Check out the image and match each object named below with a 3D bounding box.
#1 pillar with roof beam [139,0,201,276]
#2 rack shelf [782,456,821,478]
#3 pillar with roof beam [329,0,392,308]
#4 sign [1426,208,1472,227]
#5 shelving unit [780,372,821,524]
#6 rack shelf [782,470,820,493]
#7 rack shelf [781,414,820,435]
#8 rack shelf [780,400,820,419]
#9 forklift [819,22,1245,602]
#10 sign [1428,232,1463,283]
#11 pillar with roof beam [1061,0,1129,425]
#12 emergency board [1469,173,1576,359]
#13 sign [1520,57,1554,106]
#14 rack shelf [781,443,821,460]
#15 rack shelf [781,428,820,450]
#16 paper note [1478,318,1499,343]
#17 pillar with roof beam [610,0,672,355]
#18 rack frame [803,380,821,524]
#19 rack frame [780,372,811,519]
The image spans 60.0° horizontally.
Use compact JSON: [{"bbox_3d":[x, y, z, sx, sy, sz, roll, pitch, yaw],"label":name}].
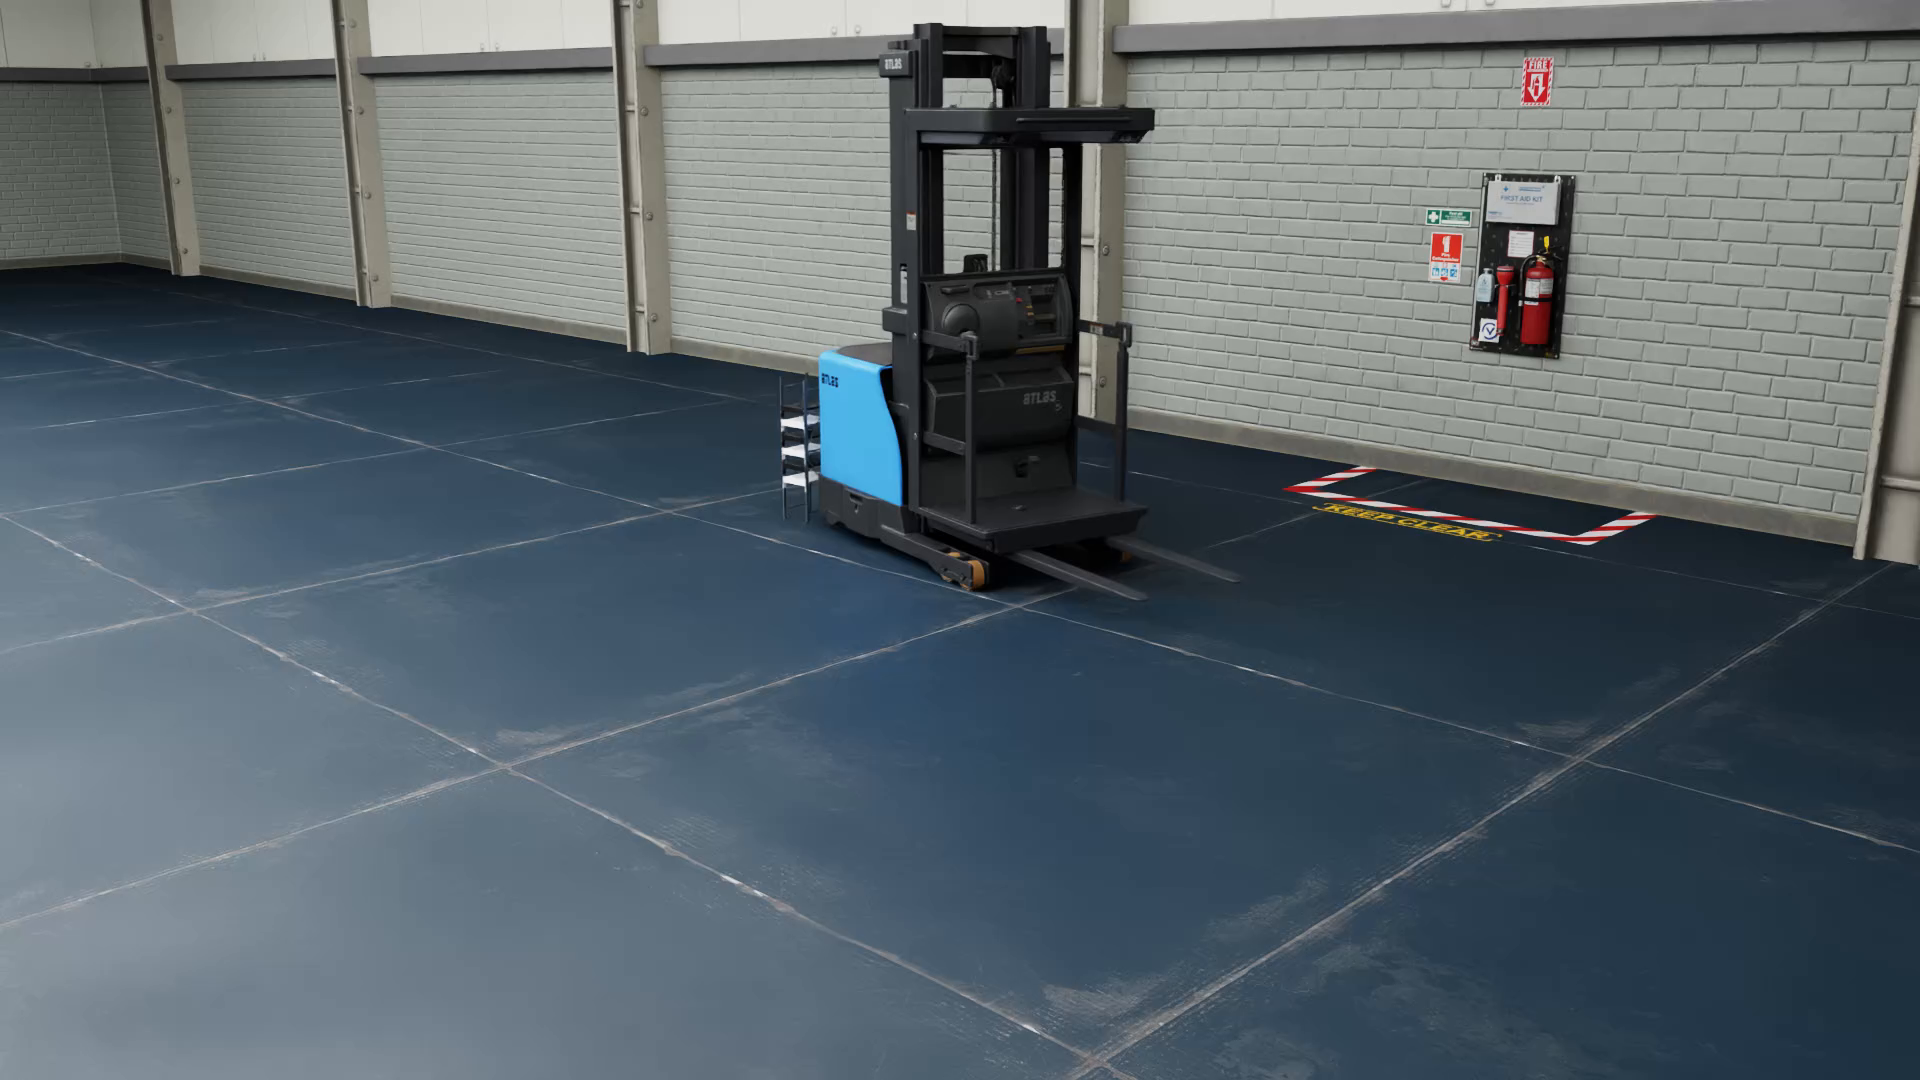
[{"bbox_3d":[-14.900,-7.663,21.493,0.400,9.000,9.100,14,20,42],"label":"pillar with roof beam"},{"bbox_3d":[-0.950,-0.456,10.386,0.200,0.077,0.258,12,19,38],"label":"rack shelf"},{"bbox_3d":[-10.580,-6.612,17.463,0.400,9.000,9.100,14,20,42],"label":"pillar with roof beam"},{"bbox_3d":[3.284,-2.167,11.177,0.331,0.109,0.001,14,20,42],"label":"sign"},{"bbox_3d":[-0.950,-0.575,10.355,0.210,0.900,0.258,12,19,38],"label":"shelving unit"},{"bbox_3d":[-0.950,-0.369,10.409,0.200,0.077,0.258,12,19,38],"label":"rack shelf"},{"bbox_3d":[-0.950,-0.717,10.318,0.200,0.077,0.258,12,19,38],"label":"rack shelf"},{"bbox_3d":[-0.950,-0.804,10.295,0.200,0.077,0.258,12,19,38],"label":"rack shelf"},{"bbox_3d":[0.336,-1.281,9.034,1.130,2.935,3.031,-9,17,-31],"label":"forklift"},{"bbox_3d":[3.287,-1.913,11.253,0.234,0.329,0.001,14,20,42],"label":"sign"},{"bbox_3d":[-1.942,-4.512,9.403,0.400,9.000,9.100,14,20,42],"label":"pillar with roof beam"},{"bbox_3d":[3.613,-1.780,10.815,0.643,1.169,0.194,14,20,42],"label":"emergency board"},{"bbox_3d":[3.676,-2.921,10.597,0.199,0.298,0.001,14,20,42],"label":"sign"},{"bbox_3d":[-0.950,-0.543,10.363,0.200,0.077,0.258,12,19,38],"label":"rack shelf"},{"bbox_3d":[-0.950,-0.630,10.340,0.200,0.077,0.258,12,19,38],"label":"rack shelf"},{"bbox_3d":[3.533,-1.397,11.093,0.142,0.148,0.016,14,20,42],"label":"paper note"},{"bbox_3d":[-6.261,-5.562,13.433,0.400,9.000,9.100,14,20,42],"label":"pillar with roof beam"},{"bbox_3d":[-0.872,-0.559,10.292,0.006,0.900,0.240,12,19,38],"label":"rack frame"},{"bbox_3d":[-1.028,-0.592,10.418,0.006,0.900,0.240,12,19,38],"label":"rack frame"}]
